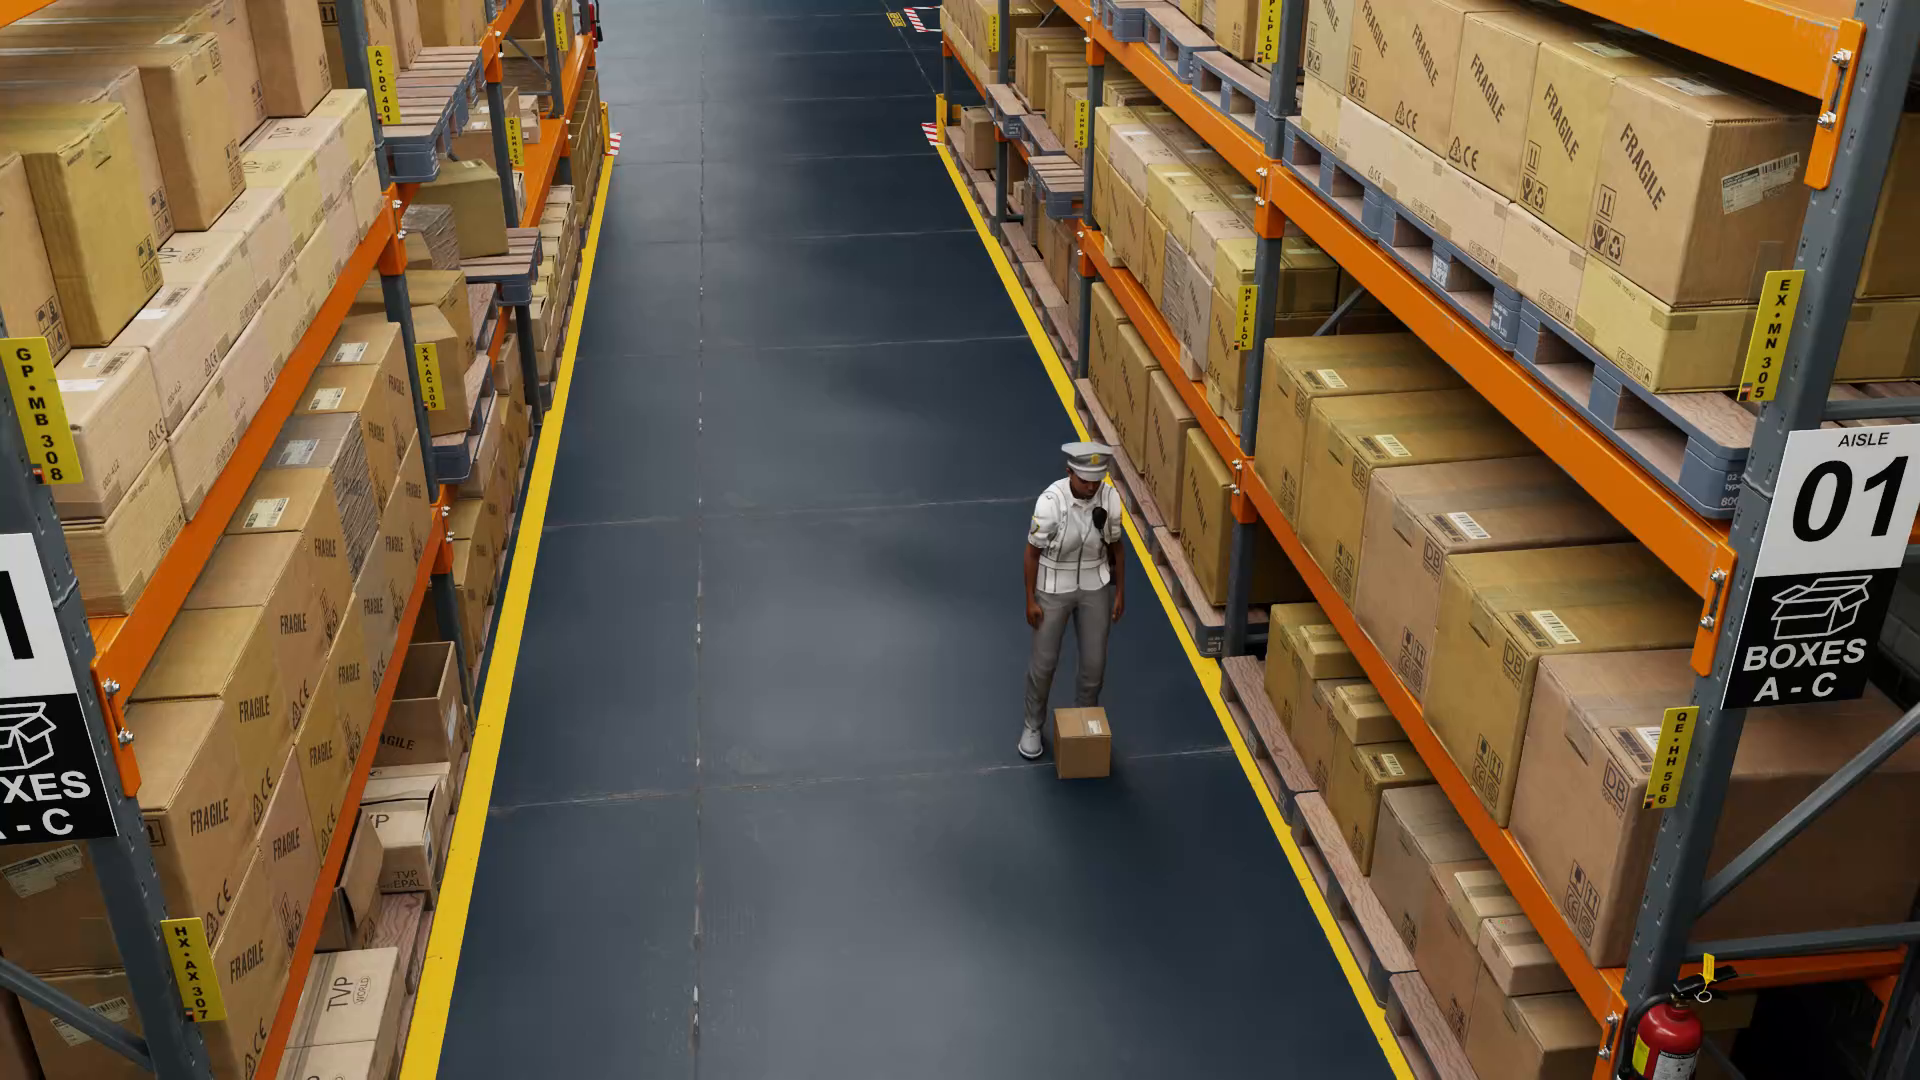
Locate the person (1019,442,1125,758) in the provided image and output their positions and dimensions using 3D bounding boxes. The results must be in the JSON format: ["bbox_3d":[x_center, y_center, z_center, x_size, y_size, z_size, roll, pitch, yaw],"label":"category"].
[{"bbox_3d":[0.543,0.268,8.094,0.532,1.664,0.391,-5,28,-9],"label":"person"}]
